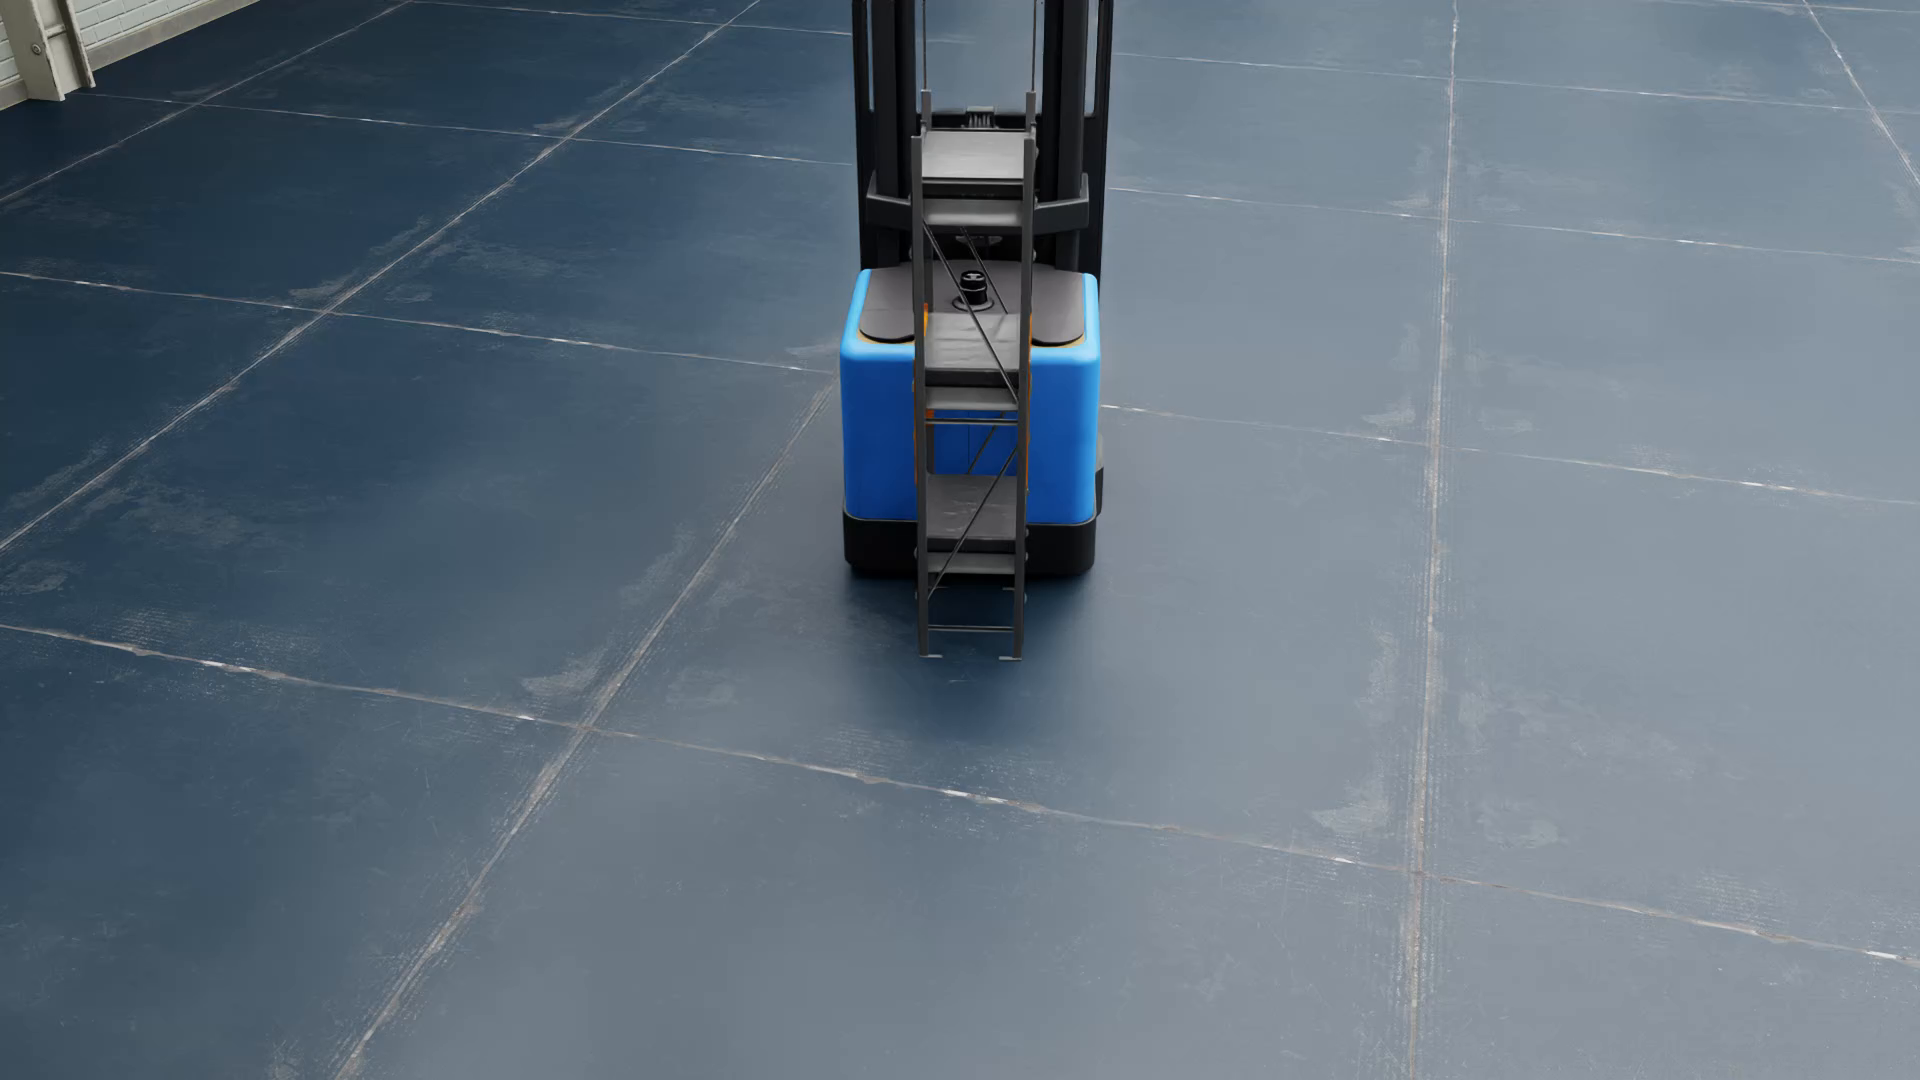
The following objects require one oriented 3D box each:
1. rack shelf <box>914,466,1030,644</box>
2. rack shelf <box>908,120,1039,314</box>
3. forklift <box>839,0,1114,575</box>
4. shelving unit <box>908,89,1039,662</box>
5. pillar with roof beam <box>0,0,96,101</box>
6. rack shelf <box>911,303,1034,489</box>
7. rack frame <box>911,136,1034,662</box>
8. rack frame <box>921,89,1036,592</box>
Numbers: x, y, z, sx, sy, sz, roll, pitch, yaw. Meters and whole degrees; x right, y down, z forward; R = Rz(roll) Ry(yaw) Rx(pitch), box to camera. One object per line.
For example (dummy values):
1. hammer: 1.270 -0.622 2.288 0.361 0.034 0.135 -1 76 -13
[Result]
1. rack shelf: 0.053 0.053 6.539 0.431 0.518 0.480 1 32 2
2. rack shelf: 0.053 -1.128 5.788 0.431 0.518 0.480 1 32 2
3. forklift: 0.106 -1.855 7.435 1.130 2.935 3.031 1 32 2
4. shelving unit: 0.053 -0.549 6.157 0.431 2.100 0.503 1 32 2
5. pillar with roof beam: -2.640 -6.606 9.254 9.100 9.000 0.400 8 33 12
6. rack shelf: 0.053 -0.538 6.164 0.431 0.518 0.480 1 32 2
7. rack frame: 0.041 -0.418 5.951 0.400 2.100 0.015 1 32 2
8. rack frame: 0.065 -0.680 6.362 0.400 2.100 0.015 1 32 2
